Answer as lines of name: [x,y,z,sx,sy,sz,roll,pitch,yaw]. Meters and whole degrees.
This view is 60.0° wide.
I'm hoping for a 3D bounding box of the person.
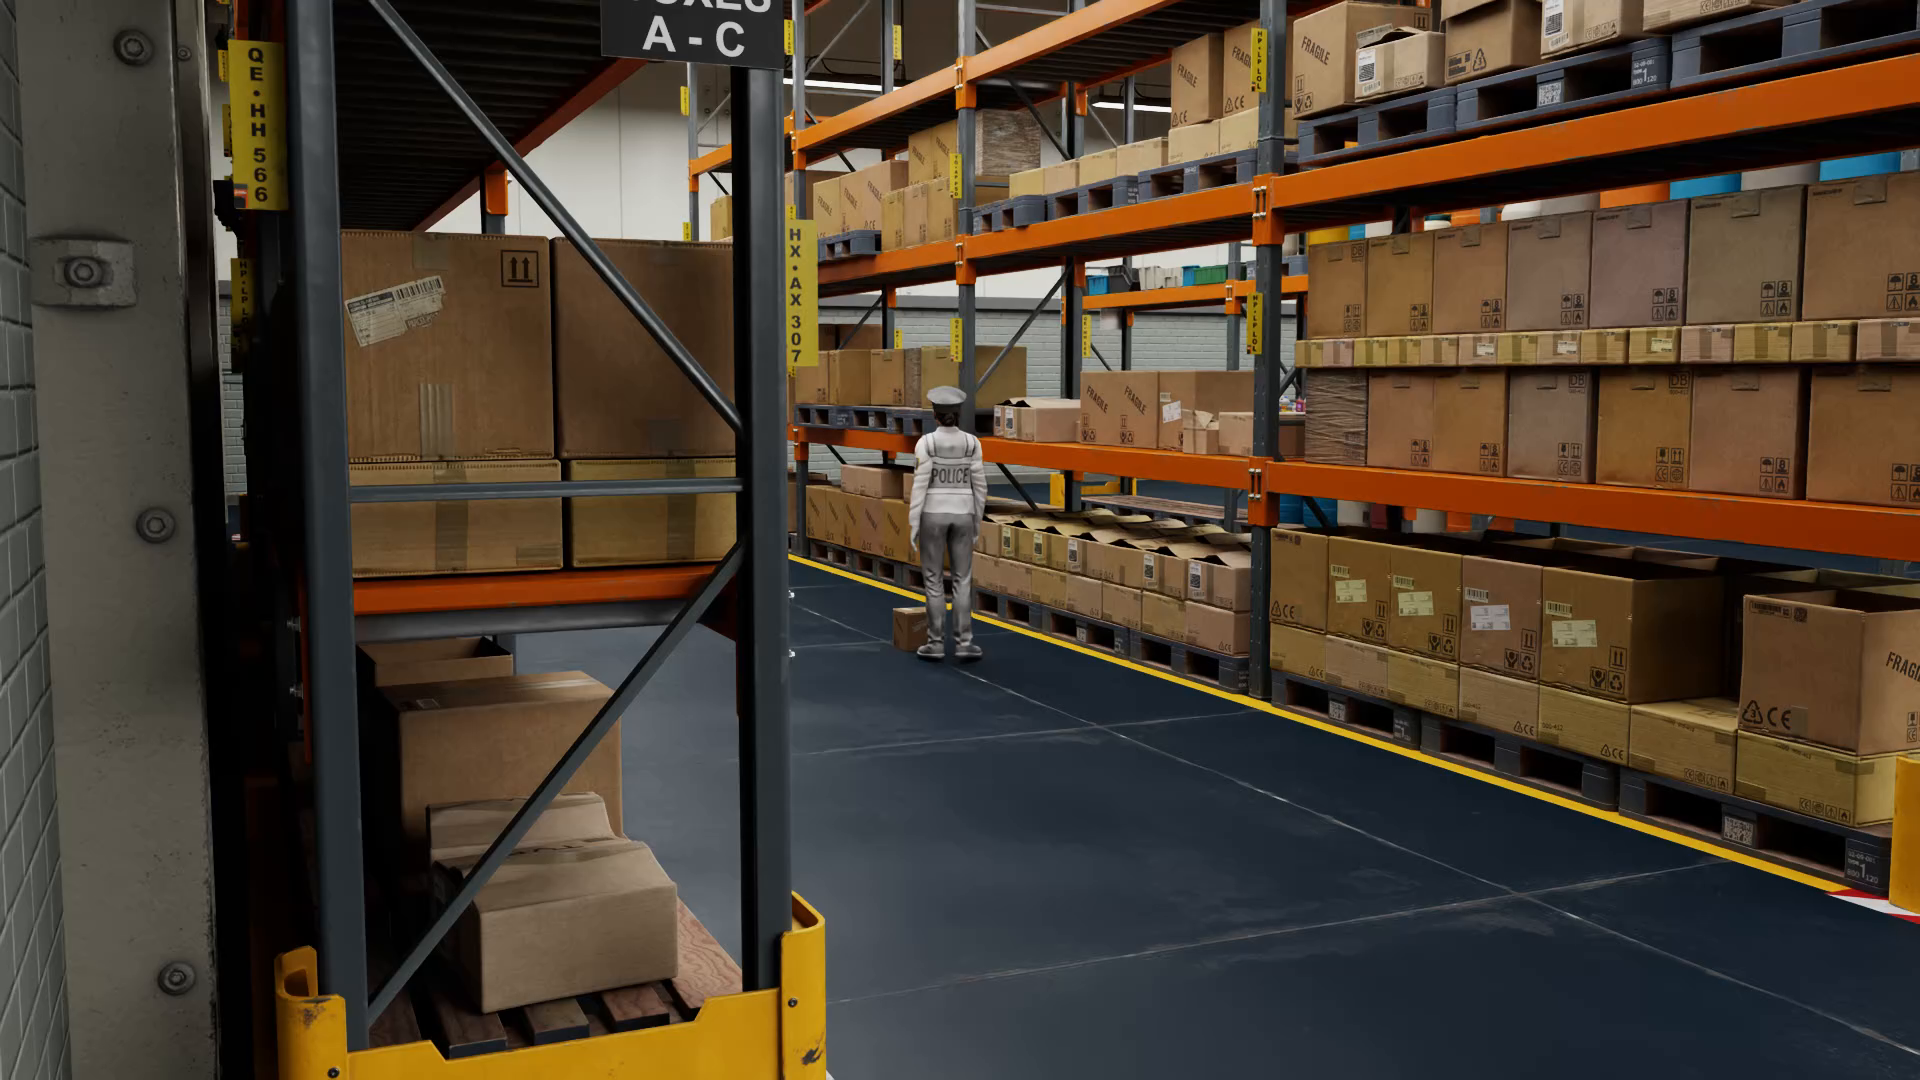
person: [-0.080,-0.108,10.303,0.510,1.695,0.367,-2,6,-16]
